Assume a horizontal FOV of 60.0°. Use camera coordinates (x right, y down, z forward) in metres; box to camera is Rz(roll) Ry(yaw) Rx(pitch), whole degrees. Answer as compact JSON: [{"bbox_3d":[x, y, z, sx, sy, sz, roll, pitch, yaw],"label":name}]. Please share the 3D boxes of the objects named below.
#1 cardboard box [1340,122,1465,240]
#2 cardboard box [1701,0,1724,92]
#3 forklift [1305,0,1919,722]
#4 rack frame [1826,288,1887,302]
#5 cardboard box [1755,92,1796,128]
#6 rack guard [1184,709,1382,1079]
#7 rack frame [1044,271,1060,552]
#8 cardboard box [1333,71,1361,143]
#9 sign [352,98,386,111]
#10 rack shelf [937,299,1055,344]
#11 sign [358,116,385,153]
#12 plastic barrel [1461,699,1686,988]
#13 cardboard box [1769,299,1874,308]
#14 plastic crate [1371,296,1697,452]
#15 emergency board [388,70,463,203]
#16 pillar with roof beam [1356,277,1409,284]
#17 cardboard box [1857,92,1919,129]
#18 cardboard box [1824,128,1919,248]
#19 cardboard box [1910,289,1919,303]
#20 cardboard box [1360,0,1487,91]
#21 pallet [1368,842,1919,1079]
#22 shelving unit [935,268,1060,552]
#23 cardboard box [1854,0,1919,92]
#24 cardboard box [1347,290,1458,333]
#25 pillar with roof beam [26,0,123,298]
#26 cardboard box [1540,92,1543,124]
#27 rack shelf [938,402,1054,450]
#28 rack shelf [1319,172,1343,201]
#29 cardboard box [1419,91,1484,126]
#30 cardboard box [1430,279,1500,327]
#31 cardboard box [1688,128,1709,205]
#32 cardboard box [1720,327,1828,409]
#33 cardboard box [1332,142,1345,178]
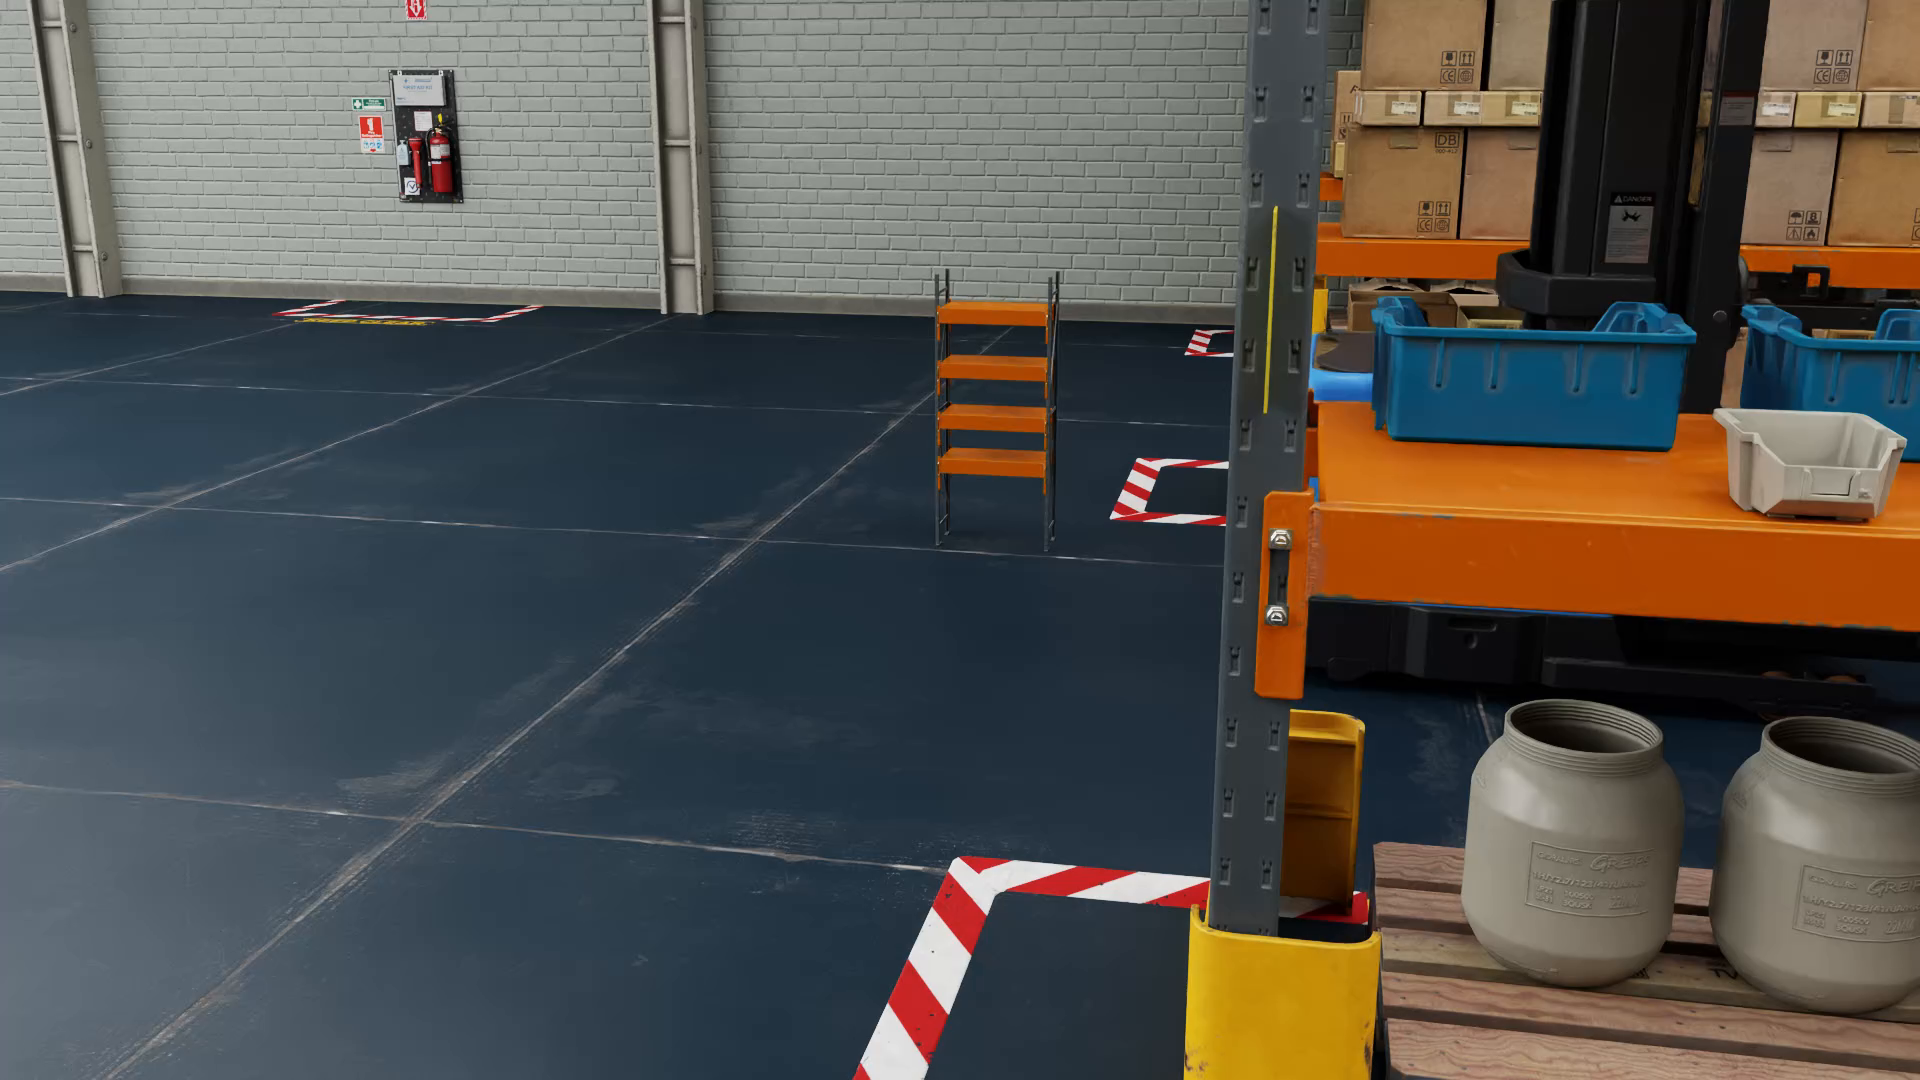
[{"bbox_3d":[2.064,-1.699,7.820,0.500,0.500,0.700,3,16,11],"label":"cardboard box"},{"bbox_3d":[3.127,-2.268,7.444,0.500,0.500,0.700,3,16,11],"label":"cardboard box"},{"bbox_3d":[2.665,-0.965,5.487,3.031,2.935,1.130,3,16,12],"label":"forklift"},{"bbox_3d":[6.513,-2.762,11.845,0.127,3.000,1.000,3,16,11],"label":"rack frame"},{"bbox_3d":[3.457,-1.881,7.260,0.250,0.149,0.380,3,16,12],"label":"cardboard box"},{"bbox_3d":[0.703,0.813,3.621,0.348,0.500,1.175,3,16,11],"label":"rack guard"},{"bbox_3d":[0.401,-0.556,7.253,0.015,1.200,0.240,3,16,11],"label":"rack frame"},{"bbox_3d":[3.001,-3.170,12.155,0.500,0.500,0.500,3,16,11],"label":"cardboard box"},{"bbox_3d":[-5.361,-3.951,15.078,0.331,0.109,0.001,3,16,11],"label":"sign"},{"bbox_3d":[0.162,-0.948,7.195,0.480,0.148,0.258,3,16,11],"label":"rack shelf"},{"bbox_3d":[-5.364,-3.698,15.158,0.234,0.329,0.001,3,16,11],"label":"sign"},{"bbox_3d":[1.279,0.628,3.479,0.421,0.512,0.421,0,15,0],"label":"plastic barrel"},{"bbox_3d":[4.157,-0.865,7.954,0.500,0.500,0.500,3,16,11],"label":"cardboard box"},{"bbox_3d":[1.169,-0.364,3.464,0.616,0.251,0.499,3,16,11],"label":"plastic crate"},{"bbox_3d":[-4.842,-3.625,14.959,0.643,1.169,0.194,3,16,11],"label":"emergency board"},{"bbox_3d":[2.593,-4.929,8.430,0.400,9.000,9.100,3,16,11],"label":"pillar with roof beam"},{"bbox_3d":[3.976,-1.853,7.162,0.250,0.149,0.380,4,16,13],"label":"cardboard box"},{"bbox_3d":[4.084,-1.591,7.428,0.500,0.500,0.700,3,16,12],"label":"cardboard box"},{"bbox_3d":[7.237,-1.735,11.995,0.500,0.500,0.700,4,16,13],"label":"cardboard box"},{"bbox_3d":[2.116,-2.322,7.636,0.500,0.500,0.700,3,16,11],"label":"cardboard box"},{"bbox_3d":[1.498,0.997,3.499,1.213,0.211,1.003,3,16,11],"label":"pallet"},{"bbox_3d":[0.162,-0.569,7.300,0.503,1.200,0.258,3,16,11],"label":"shelving unit"},{"bbox_3d":[4.107,-2.215,7.252,0.500,0.500,0.700,3,16,11],"label":"cardboard box"},{"bbox_3d":[2.194,-0.967,8.324,0.500,0.500,0.500,3,16,11],"label":"cardboard box"},{"bbox_3d":[-9.166,-5.568,10.734,0.400,9.000,9.100,3,16,11],"label":"pillar with roof beam"},{"bbox_3d":[2.701,-1.922,7.408,0.250,0.149,0.380,3,16,10],"label":"cardboard box"},{"bbox_3d":[0.162,-0.505,7.318,0.480,0.148,0.258,3,16,11],"label":"rack shelf"},{"bbox_3d":[4.553,-2.522,12.326,4.000,0.370,1.077,3,16,11],"label":"rack shelf"},{"bbox_3d":[2.210,-1.949,7.508,0.250,0.149,0.380,3,16,10],"label":"cardboard box"},{"bbox_3d":[3.812,-1.801,12.586,0.500,0.311,0.500,4,16,16],"label":"cardboard box"},{"bbox_3d":[3.065,-1.645,7.622,0.500,0.500,0.700,3,16,11],"label":"cardboard box"},{"bbox_3d":[3.560,-0.751,7.542,0.500,0.500,0.500,3,16,11],"label":"cardboard box"},{"bbox_3d":[3.008,-2.804,12.237,0.500,0.250,0.500,3,16,9],"label":"cardboard box"}]
